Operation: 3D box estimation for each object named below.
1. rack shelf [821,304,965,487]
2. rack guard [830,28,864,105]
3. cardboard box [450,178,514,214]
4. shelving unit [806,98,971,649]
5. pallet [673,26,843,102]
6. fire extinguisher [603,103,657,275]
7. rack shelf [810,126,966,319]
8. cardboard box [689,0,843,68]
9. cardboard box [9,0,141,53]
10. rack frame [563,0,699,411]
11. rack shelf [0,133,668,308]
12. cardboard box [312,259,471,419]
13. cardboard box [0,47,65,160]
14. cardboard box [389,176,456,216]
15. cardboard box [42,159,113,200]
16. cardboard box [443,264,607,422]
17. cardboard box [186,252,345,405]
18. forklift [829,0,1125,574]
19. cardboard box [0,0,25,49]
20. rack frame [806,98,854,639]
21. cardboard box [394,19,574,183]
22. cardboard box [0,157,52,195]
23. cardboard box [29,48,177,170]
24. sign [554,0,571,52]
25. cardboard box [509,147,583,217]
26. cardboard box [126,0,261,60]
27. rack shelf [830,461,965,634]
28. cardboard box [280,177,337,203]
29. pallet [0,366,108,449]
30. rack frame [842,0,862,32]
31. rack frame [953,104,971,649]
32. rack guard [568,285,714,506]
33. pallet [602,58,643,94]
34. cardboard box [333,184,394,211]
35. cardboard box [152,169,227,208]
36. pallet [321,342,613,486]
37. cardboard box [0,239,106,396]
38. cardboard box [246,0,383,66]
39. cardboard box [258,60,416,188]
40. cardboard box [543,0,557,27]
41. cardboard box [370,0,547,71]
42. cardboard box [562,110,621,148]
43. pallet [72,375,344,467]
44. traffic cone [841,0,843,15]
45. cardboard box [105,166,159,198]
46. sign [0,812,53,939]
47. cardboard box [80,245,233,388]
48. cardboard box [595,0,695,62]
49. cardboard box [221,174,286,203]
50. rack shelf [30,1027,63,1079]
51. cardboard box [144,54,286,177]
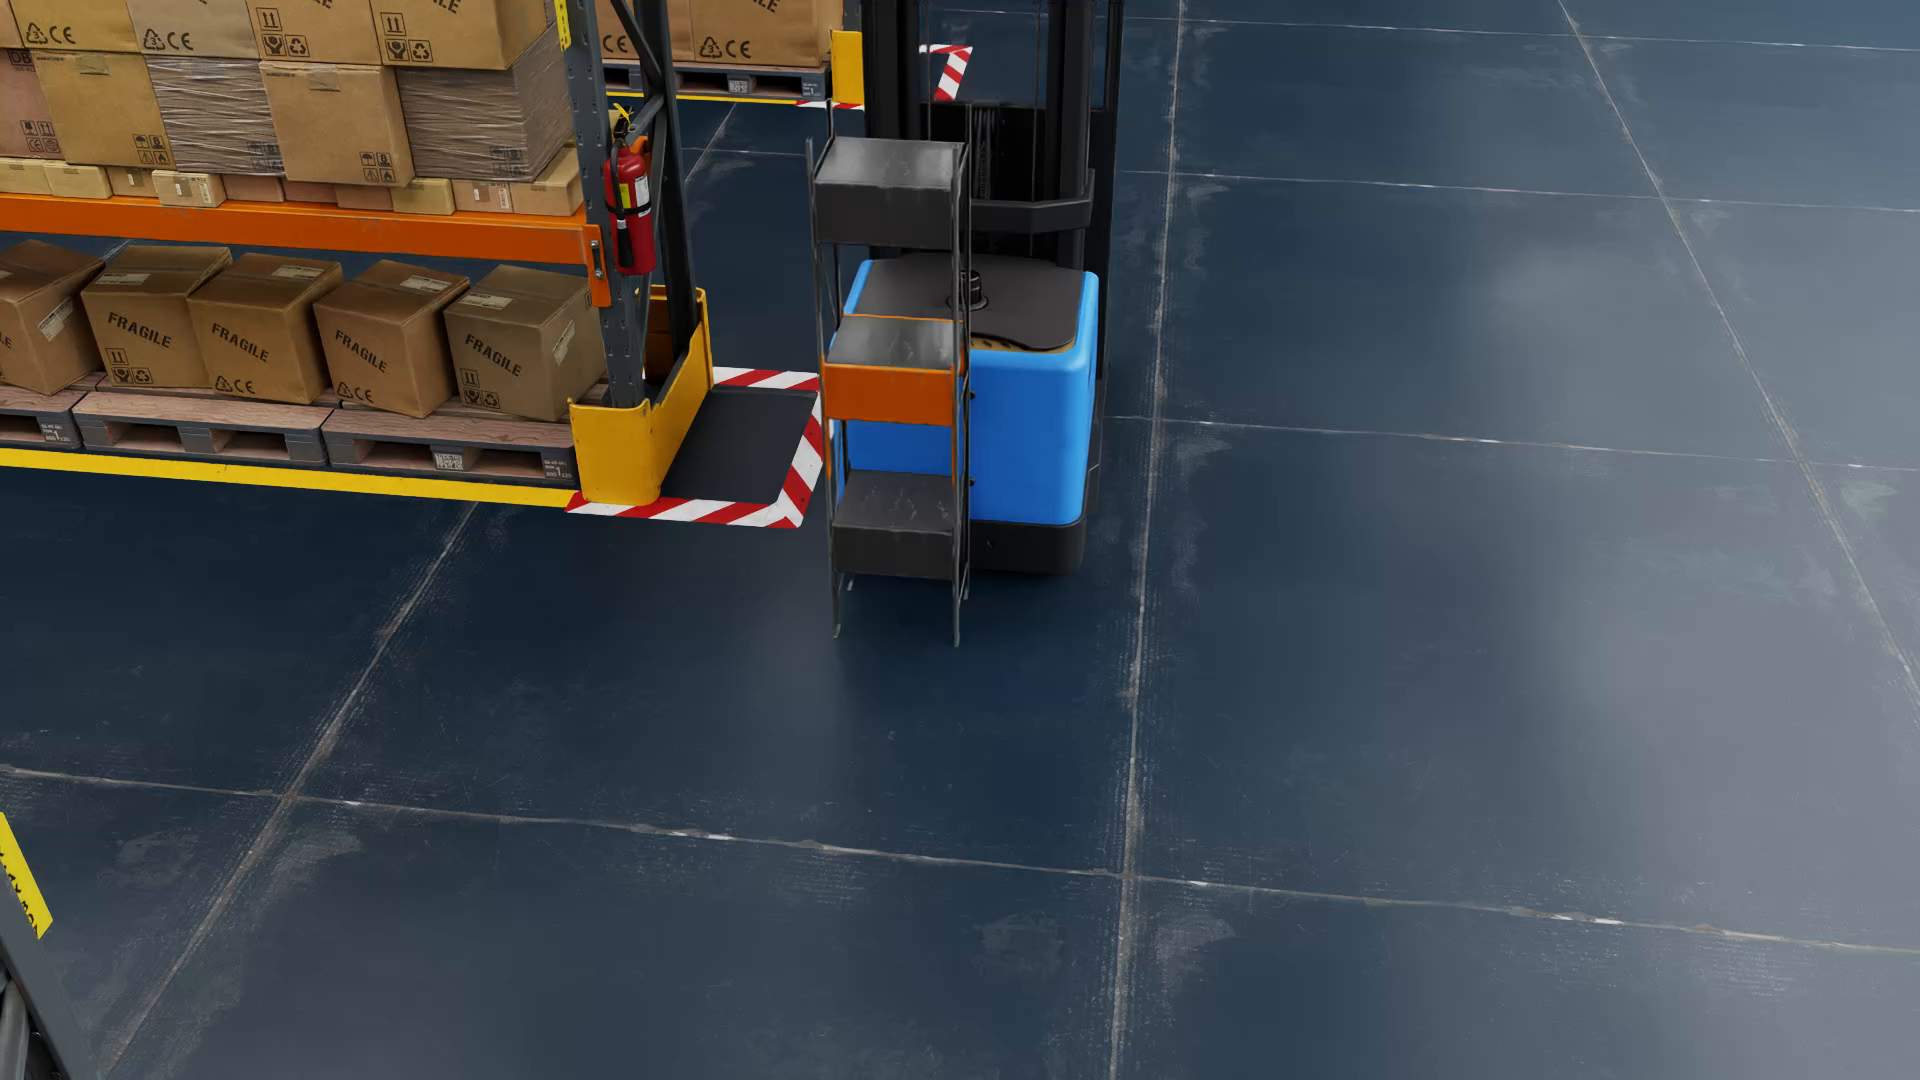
[{"bbox_3d":[-0.235,-0.543,6.227,0.480,0.518,0.431,4,36,6],"label":"rack shelf"},{"bbox_3d":[-0.641,-3.543,11.785,0.348,0.500,1.175,4,36,6],"label":"rack guard"},{"bbox_3d":[-1.954,-1.531,7.029,0.250,0.149,0.380,4,36,6],"label":"cardboard box"},{"bbox_3d":[-0.235,-0.554,6.219,0.503,2.100,0.431,4,36,6],"label":"shelving unit"},{"bbox_3d":[-1.468,-3.442,11.891,1.213,0.211,1.003,4,36,6],"label":"pallet"},{"bbox_3d":[-1.342,-1.407,6.706,0.183,0.674,0.296,4,36,6],"label":"fire extinguisher"},{"bbox_3d":[-0.235,-1.113,5.820,0.480,0.518,0.431,4,36,6],"label":"rack shelf"},{"bbox_3d":[-1.346,-3.881,11.573,0.875,0.875,0.875,4,36,6],"label":"cardboard box"},{"bbox_3d":[-3.461,-2.293,6.678,0.500,0.500,0.500,4,36,6],"label":"cardboard box"},{"bbox_3d":[-1.397,-1.712,7.067,0.127,3.000,1.000,4,36,6],"label":"rack frame"},{"bbox_3d":[-3.381,-1.567,7.483,4.000,0.370,1.077,4,36,6],"label":"rack shelf"},{"bbox_3d":[-2.612,-0.946,7.784,0.500,0.500,0.500,14,38,18],"label":"cardboard box"},{"bbox_3d":[-3.926,-2.065,7.219,0.500,0.500,0.875,4,36,6],"label":"cardboard box"},{"bbox_3d":[-2.209,-1.520,7.014,0.250,0.149,0.380,4,36,6],"label":"cardboard box"},{"bbox_3d":[-3.700,-1.613,7.145,0.250,0.149,0.380,4,36,6],"label":"cardboard box"},{"bbox_3d":[-2.014,-0.922,7.749,0.500,0.500,0.500,11,37,15],"label":"cardboard box"},{"bbox_3d":[-3.230,-1.003,7.864,0.500,0.500,0.500,7,36,10],"label":"cardboard box"},{"bbox_3d":[0.164,-1.895,7.382,1.130,2.935,3.031,4,36,6],"label":"forklift"},{"bbox_3d":[-3.959,-2.324,6.721,0.500,0.500,0.500,4,36,6],"label":"cardboard box"},{"bbox_3d":[-0.478,-0.571,6.243,0.015,2.100,0.400,4,36,6],"label":"rack frame"},{"bbox_3d":[-1.939,-1.930,7.031,0.500,0.500,0.875,4,36,6],"label":"cardboard box"},{"bbox_3d":[-3.947,-1.638,7.180,0.250,0.149,0.380,4,36,6],"label":"cardboard box"},{"bbox_3d":[-3.435,-2.004,7.134,0.500,0.500,0.875,4,36,6],"label":"cardboard box"},{"bbox_3d":[-1.488,-1.994,6.193,0.005,0.325,0.100,4,36,6],"label":"sign"},{"bbox_3d":[-1.706,-1.512,7.003,0.250,0.149,0.380,4,36,6],"label":"cardboard box"},{"bbox_3d":[-2.967,-2.251,6.620,0.500,0.500,0.500,4,36,6],"label":"cardboard box"},{"bbox_3d":[-0.235,0.027,6.633,0.480,0.518,0.431,4,36,6],"label":"rack shelf"},{"bbox_3d":[-2.697,-1.590,7.111,0.250,0.149,0.380,4,36,6],"label":"cardboard box"},{"bbox_3d":[-4.694,-0.844,8.251,1.213,0.211,1.003,4,36,6],"label":"pallet"},{"bbox_3d":[-0.665,-4.563,11.061,0.127,3.000,1.000,4,36,6],"label":"rack frame"},{"bbox_3d":[0.007,-0.537,6.195,0.015,2.100,0.400,4,36,6],"label":"rack frame"},{"bbox_3d":[-1.473,-0.700,7.801,0.348,0.500,1.175,4,36,6],"label":"rack guard"},{"bbox_3d":[-2.675,-3.533,12.019,1.213,0.211,1.003,4,36,6],"label":"pallet"},{"bbox_3d":[-2.455,-1.547,7.052,0.250,0.149,0.380,4,36,6],"label":"cardboard box"},{"bbox_3d":[-3.207,-1.563,7.074,0.250,0.149,0.380,4,36,6],"label":"cardboard box"},{"bbox_3d":[-2.274,-0.663,7.998,1.213,0.211,1.003,4,36,6],"label":"pallet"},{"bbox_3d":[-4.404,-1.071,7.959,0.500,0.500,0.500,16,38,21],"label":"cardboard box"},{"bbox_3d":[-2.471,-2.213,6.566,0.500,0.500,0.500,4,36,6],"label":"cardboard box"},{"bbox_3d":[-2.450,-1.898,6.986,0.500,0.500,0.875,4,36,6],"label":"cardboard box"},{"bbox_3d":[-1.908,-2.479,6.938,0.500,0.500,0.500,4,36,6],"label":"cardboard box"},{"bbox_3d":[-1.974,-2.179,6.519,0.500,0.500,0.500,4,36,6],"label":"cardboard box"},{"bbox_3d":[-1.650,-1.768,7.362,0.250,0.149,0.380,4,36,6],"label":"cardboard box"},{"bbox_3d":[-3.481,-0.755,8.126,1.213,0.211,1.003,4,36,6],"label":"pallet"},{"bbox_3d":[-1.011,-4.388,12.999,0.334,0.463,0.336,4,36,6],"label":"traffic cone"},{"bbox_3d":[-3.446,-1.621,7.156,0.250,0.149,0.380,4,36,6],"label":"cardboard box"},{"bbox_3d":[-1.954,0.712,3.432,0.005,0.325,0.100,4,36,6],"label":"sign"},{"bbox_3d":[-3.778,-1.070,7.958,0.500,0.500,0.500,1,36,2],"label":"cardboard box"},{"bbox_3d":[-2.219,-3.945,11.663,0.875,0.875,0.875,4,36,5],"label":"cardboard box"},{"bbox_3d":[-2.948,-1.595,7.119,0.250,0.149,0.380,4,36,6],"label":"cardboard box"},{"bbox_3d":[-4.012,1.286,3.485,4.000,0.370,1.077,4,36,6],"label":"rack shelf"},{"bbox_3d":[-2.941,-1.960,7.072,0.500,0.500,0.875,4,36,6],"label":"cardboard box"}]
